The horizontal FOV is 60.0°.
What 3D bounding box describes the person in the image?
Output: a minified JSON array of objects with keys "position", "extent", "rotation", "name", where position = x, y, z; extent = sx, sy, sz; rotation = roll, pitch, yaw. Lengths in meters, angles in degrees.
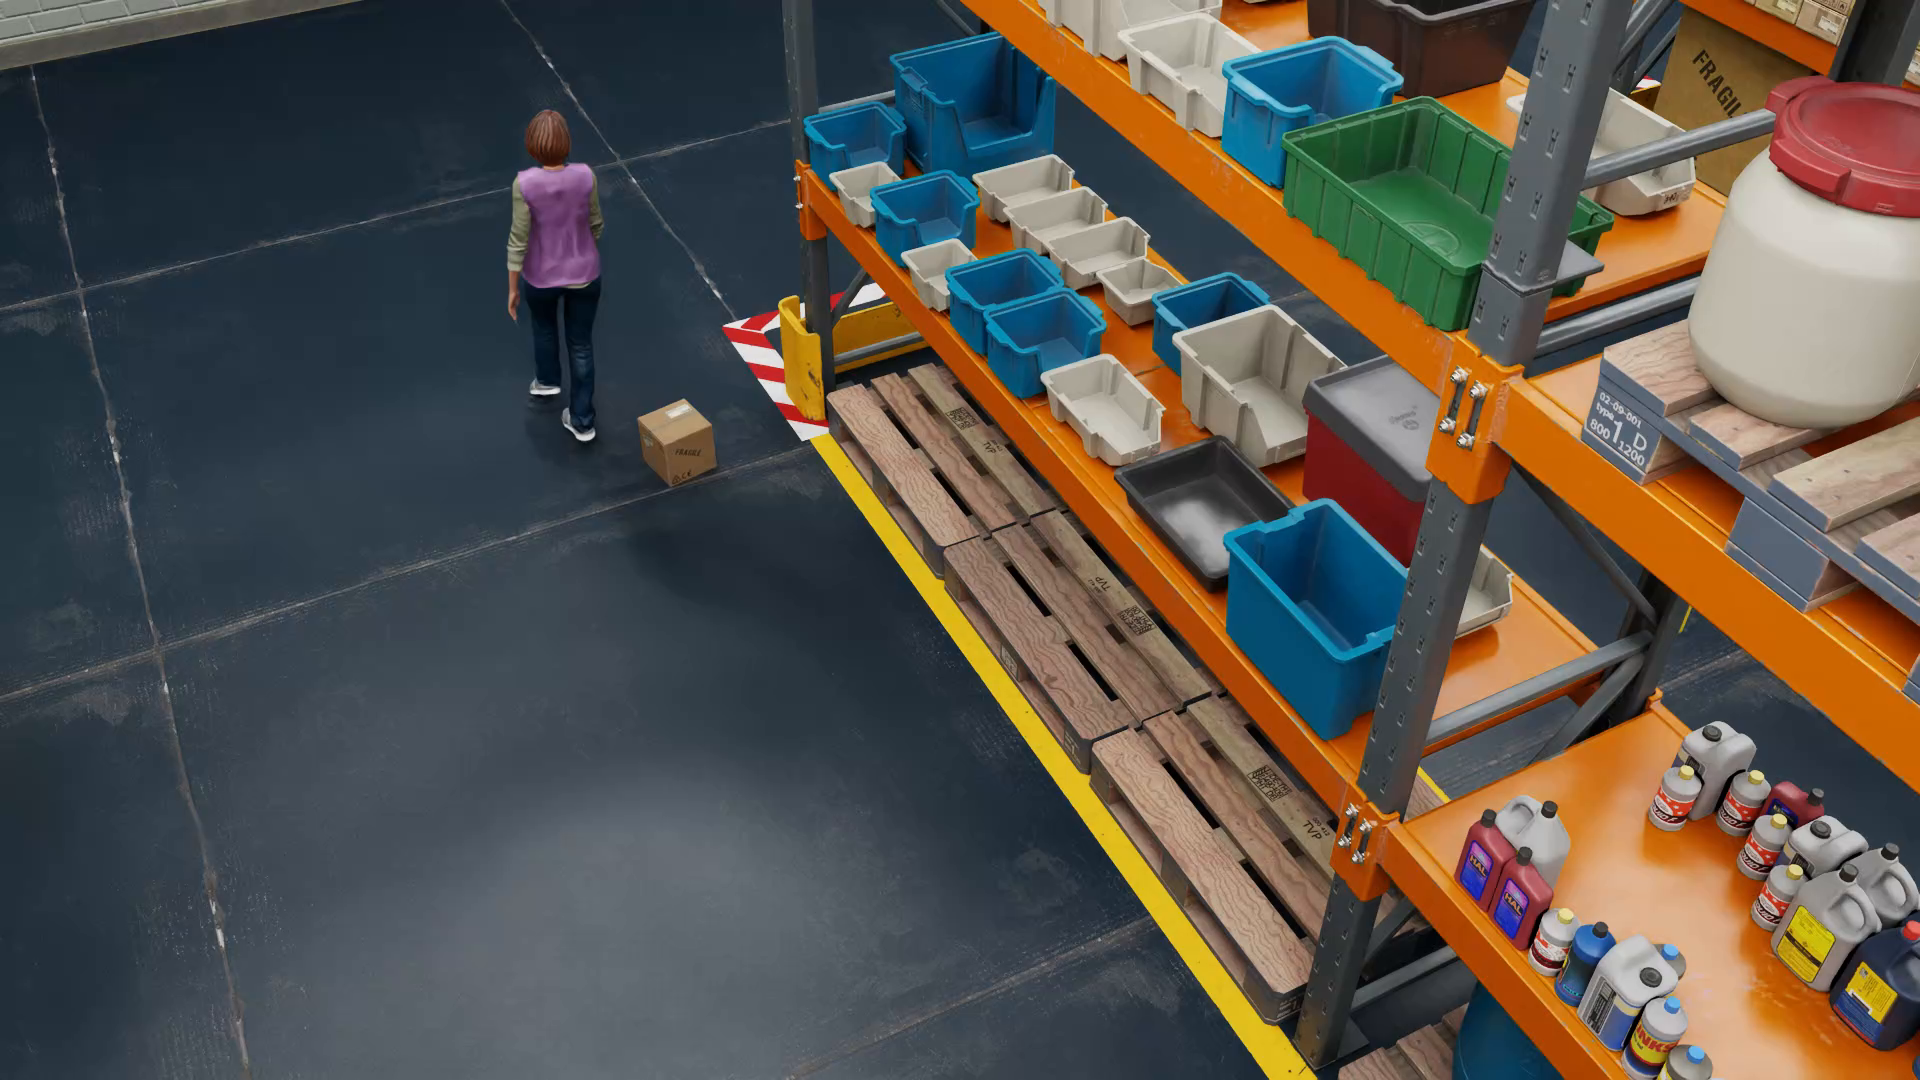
[{"position":[-1.820,-1.202,7.517],"extent":[0.486,1.615,0.633],"rotation":[-12,43,-13],"name":"person"}]
